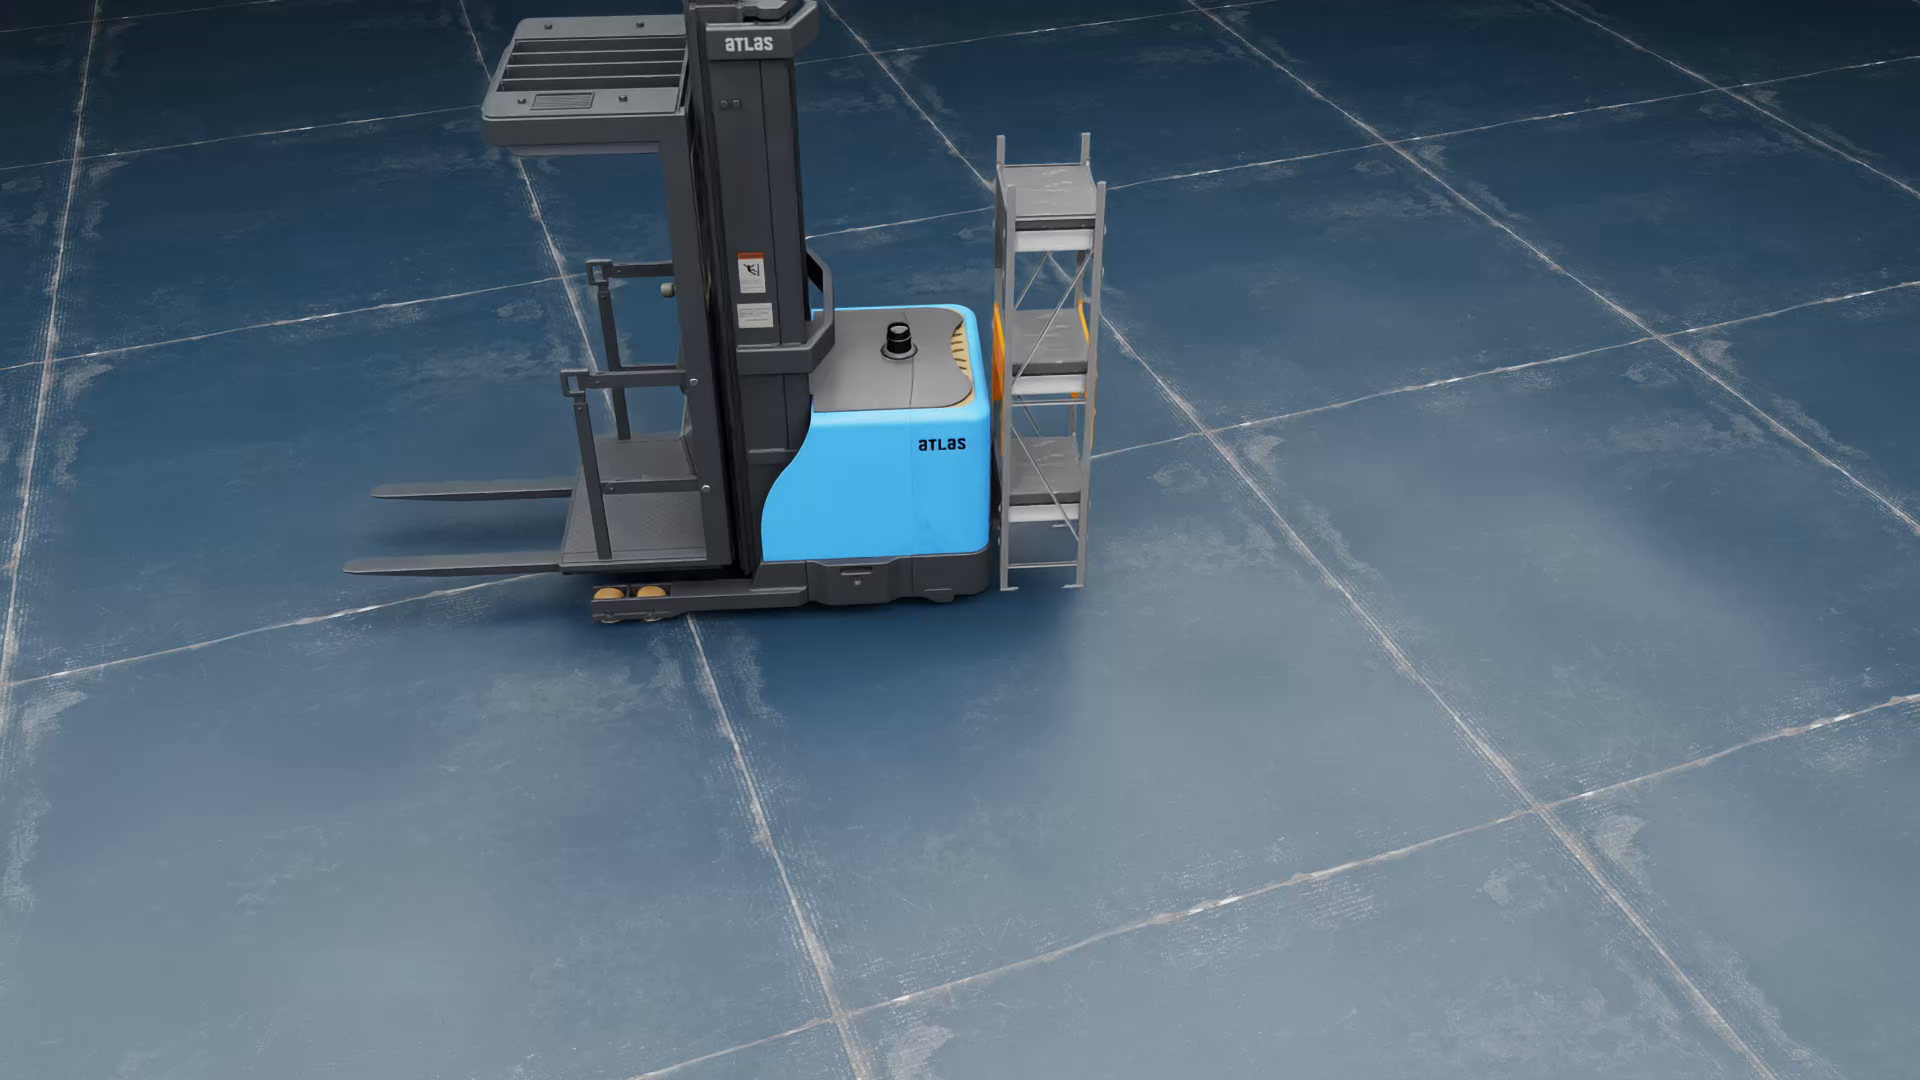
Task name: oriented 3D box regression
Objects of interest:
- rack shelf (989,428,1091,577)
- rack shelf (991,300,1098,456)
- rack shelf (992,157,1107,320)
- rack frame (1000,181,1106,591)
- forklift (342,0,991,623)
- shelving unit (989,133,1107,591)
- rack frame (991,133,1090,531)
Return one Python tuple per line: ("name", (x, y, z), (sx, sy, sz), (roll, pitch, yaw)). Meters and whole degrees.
("rack shelf", (0.375, -0.181, 7.992), (0.431, 0.518, 0.480), (-2, 37, -3))
("rack shelf", (0.375, -0.740, 7.571), (0.431, 0.518, 0.480), (-2, 37, -3))
("rack shelf", (0.375, -1.299, 7.149), (0.431, 0.518, 0.480), (-2, 37, -3))
("rack frame", (0.392, -0.605, 7.368), (0.400, 2.100, 0.015), (-2, 37, -3))
("forklift", (-1.394, -1.112, 7.350), (3.031, 2.935, 1.130), (-2, 37, -3))
("shelving unit", (0.375, -0.751, 7.562), (0.431, 2.100, 0.503), (-2, 37, -3))
("rack frame", (0.358, -0.898, 7.757), (0.400, 2.100, 0.015), (-2, 37, -3))
